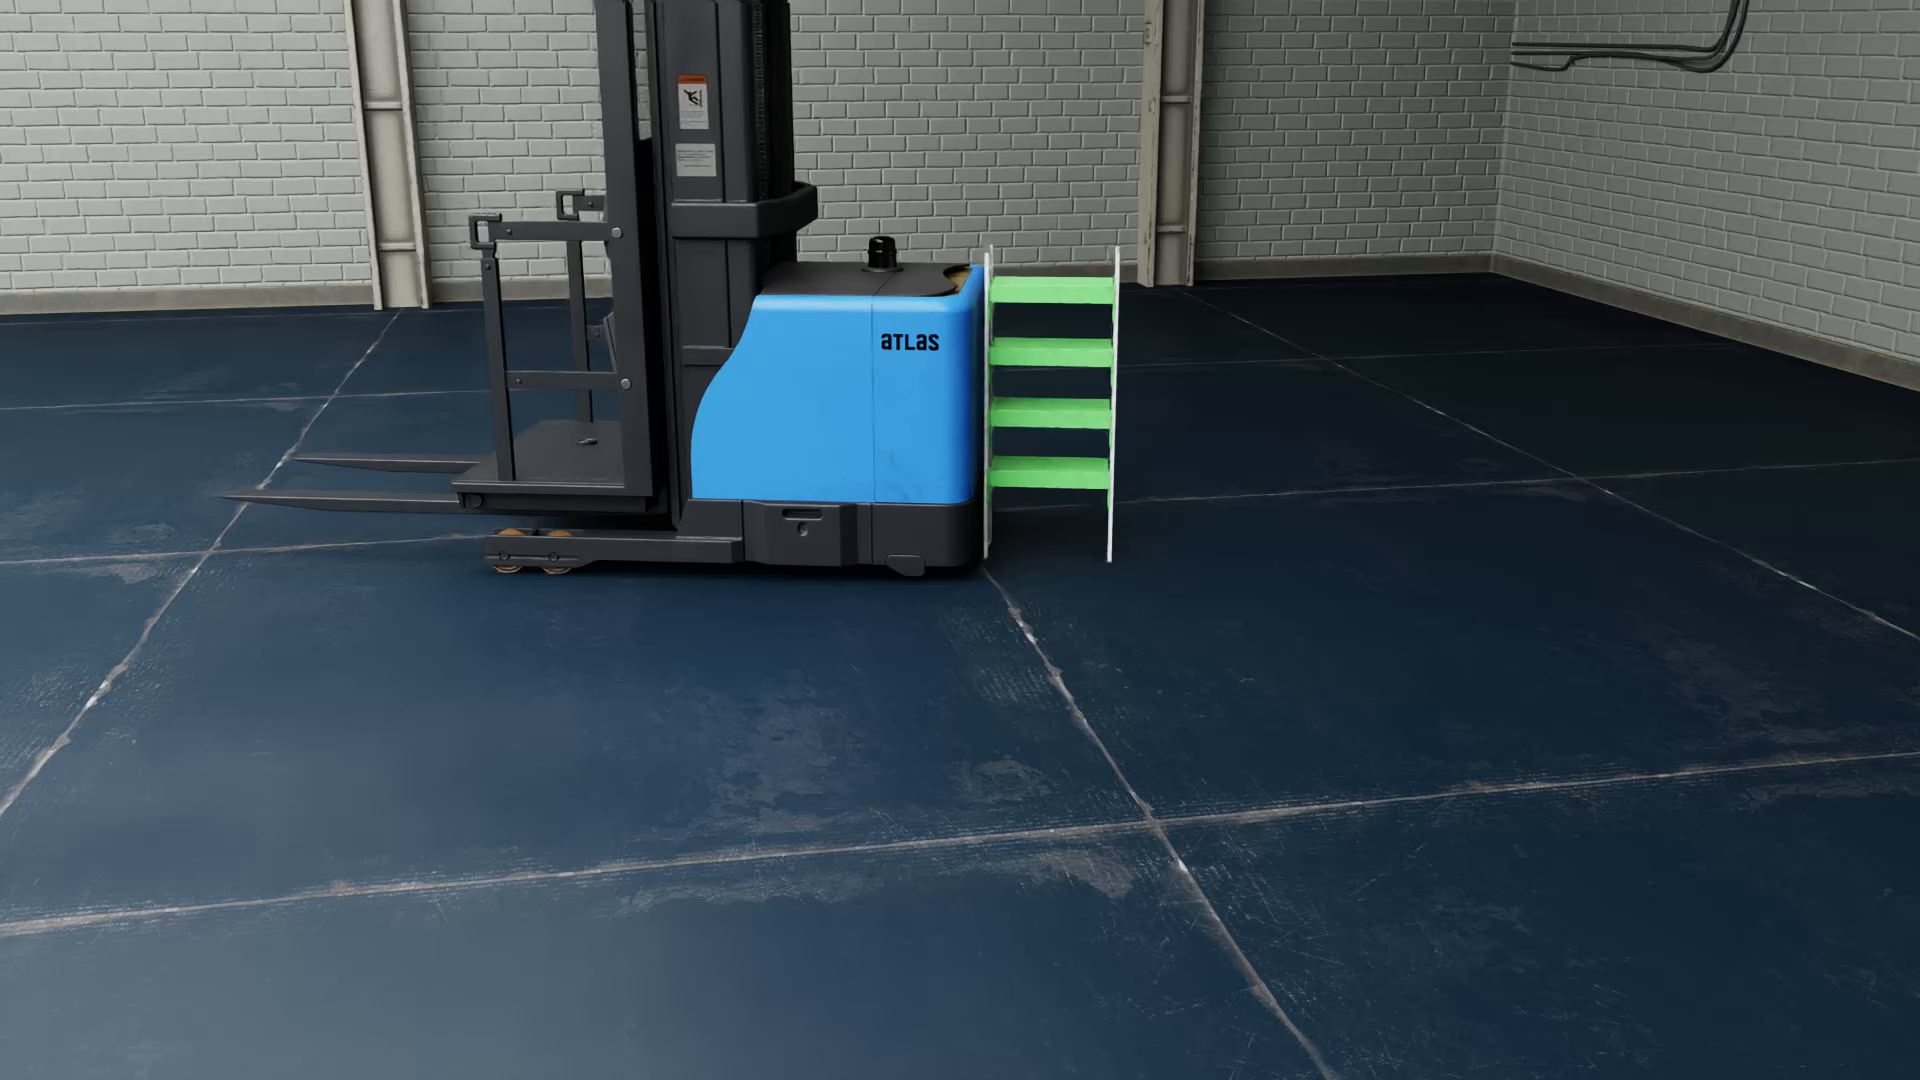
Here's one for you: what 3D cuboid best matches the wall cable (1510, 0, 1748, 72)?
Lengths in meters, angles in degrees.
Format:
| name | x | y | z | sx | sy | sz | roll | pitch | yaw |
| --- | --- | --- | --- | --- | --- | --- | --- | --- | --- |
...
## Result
| name | x | y | z | sx | sy | sz | roll | pitch | yaw |
| --- | --- | --- | --- | --- | --- | --- | --- | --- | --- |
| wall cable | 4.829 | -4.709 | 12.106 | 0.112 | 2.526 | 3.097 | -3 | 17 | -10 |

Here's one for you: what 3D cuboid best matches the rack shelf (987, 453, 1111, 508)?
| name | x | y | z | sx | sy | sz | roll | pitch | yaw |
| --- | --- | --- | --- | --- | --- | --- | --- | --- | --- |
| rack shelf | 0.354 | -0.238 | 6.577 | 0.480 | 0.148 | 0.258 | 1 | 17 | 5 |

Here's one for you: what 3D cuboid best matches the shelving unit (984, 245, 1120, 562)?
| name | x | y | z | sx | sy | sz | roll | pitch | yaw |
| --- | --- | --- | --- | --- | --- | --- | --- | --- | --- |
| shelving unit | 0.354 | -0.528 | 6.488 | 0.503 | 1.200 | 0.258 | 1 | 17 | 5 |

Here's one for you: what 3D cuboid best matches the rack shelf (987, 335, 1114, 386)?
| name | x | y | z | sx | sy | sz | roll | pitch | yaw |
| --- | --- | --- | --- | --- | --- | --- | --- | --- | --- |
| rack shelf | 0.354 | -0.697 | 6.436 | 0.480 | 0.148 | 0.258 | 1 | 17 | 5 |

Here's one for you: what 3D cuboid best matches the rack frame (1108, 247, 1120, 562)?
| name | x | y | z | sx | sy | sz | roll | pitch | yaw |
| --- | --- | --- | --- | --- | --- | --- | --- | --- | --- |
| rack frame | 0.598 | -0.522 | 6.468 | 0.015 | 1.200 | 0.240 | 1 | 17 | 5 |

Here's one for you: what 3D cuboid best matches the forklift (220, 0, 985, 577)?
| name | x | y | z | sx | sy | sz | roll | pitch | yaw |
| --- | --- | --- | --- | --- | --- | --- | --- | --- | --- |
| forklift | -1.413 | -1.421 | 6.445 | 3.031 | 2.935 | 1.130 | 1 | 17 | 5 |

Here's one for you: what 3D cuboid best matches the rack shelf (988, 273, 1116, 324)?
| name | x | y | z | sx | sy | sz | roll | pitch | yaw |
| --- | --- | --- | --- | --- | --- | --- | --- | --- | --- |
| rack shelf | 0.354 | -0.926 | 6.366 | 0.480 | 0.148 | 0.258 | 1 | 17 | 5 |

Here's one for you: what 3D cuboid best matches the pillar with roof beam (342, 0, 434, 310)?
| name | x | y | z | sx | sy | sz | roll | pitch | yaw |
| --- | --- | --- | --- | --- | --- | --- | --- | --- | --- |
| pillar with roof beam | -3.389 | -4.835 | 7.229 | 0.400 | 9.000 | 9.100 | -3 | 17 | -10 |

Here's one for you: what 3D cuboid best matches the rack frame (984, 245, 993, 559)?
| name | x | y | z | sx | sy | sz | roll | pitch | yaw |
| --- | --- | --- | --- | --- | --- | --- | --- | --- | --- |
| rack frame | 0.111 | -0.534 | 6.508 | 0.015 | 1.200 | 0.240 | 1 | 17 | 5 |

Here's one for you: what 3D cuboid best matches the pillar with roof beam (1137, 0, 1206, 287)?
| name | x | y | z | sx | sy | sz | roll | pitch | yaw |
| --- | --- | --- | --- | --- | --- | --- | --- | --- | --- |
| pillar with roof beam | 2.502 | -5.170 | 8.317 | 0.400 | 9.000 | 9.100 | -3 | 17 | -10 |

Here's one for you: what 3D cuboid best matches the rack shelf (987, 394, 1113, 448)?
| name | x | y | z | sx | sy | sz | roll | pitch | yaw |
| --- | --- | --- | --- | --- | --- | --- | --- | --- | --- |
| rack shelf | 0.354 | -0.467 | 6.507 | 0.480 | 0.148 | 0.258 | 1 | 17 | 5 |
